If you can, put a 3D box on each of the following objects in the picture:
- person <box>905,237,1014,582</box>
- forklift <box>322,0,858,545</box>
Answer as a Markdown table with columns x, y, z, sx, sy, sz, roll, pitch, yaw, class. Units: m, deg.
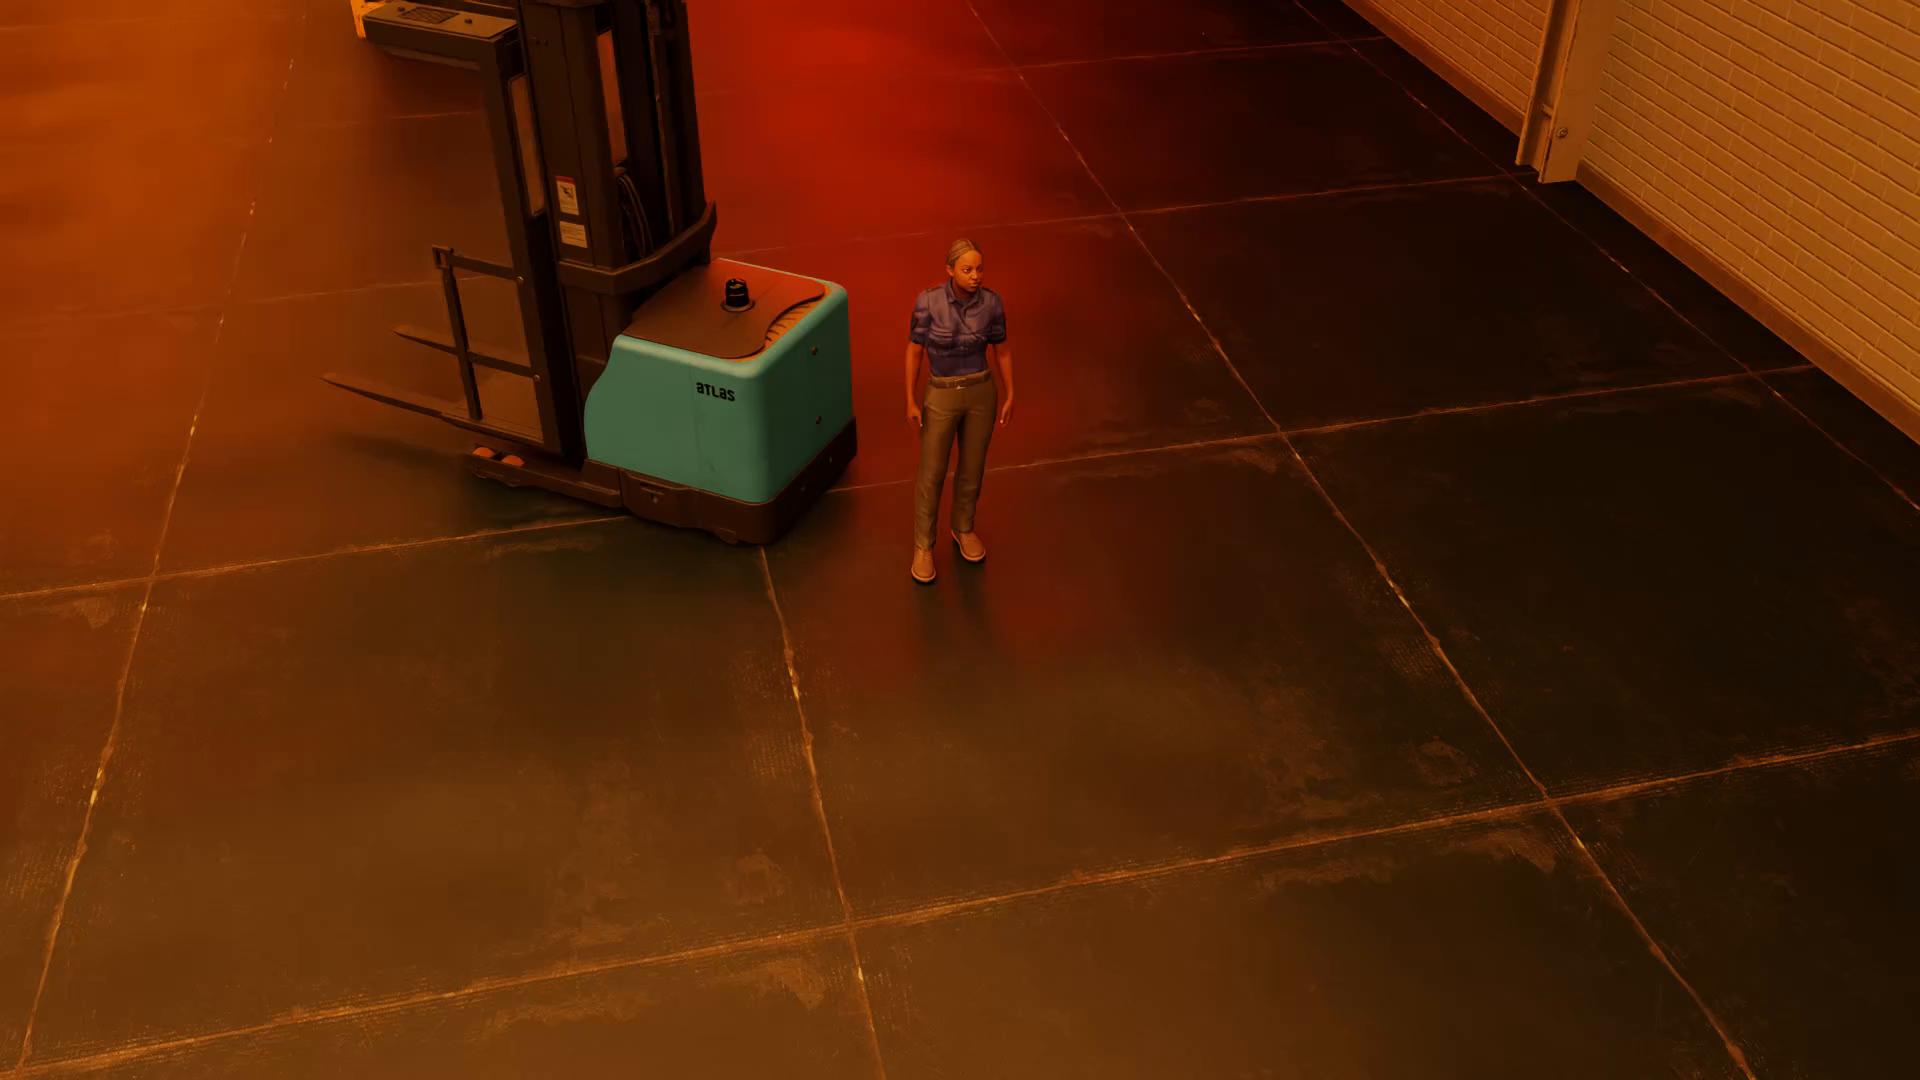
| x | y | z | sx | sy | sz | roll | pitch | yaw | class |
| --- | --- | --- | --- | --- | --- | --- | --- | --- | --- |
| 0.000 | -0.625 | 7.999 | 0.569 | 1.655 | 0.504 | -8 | 36 | -11 | person |
| -2.121 | -1.740 | 8.468 | 3.031 | 2.935 | 1.130 | 15 | 38 | 20 | forklift |
